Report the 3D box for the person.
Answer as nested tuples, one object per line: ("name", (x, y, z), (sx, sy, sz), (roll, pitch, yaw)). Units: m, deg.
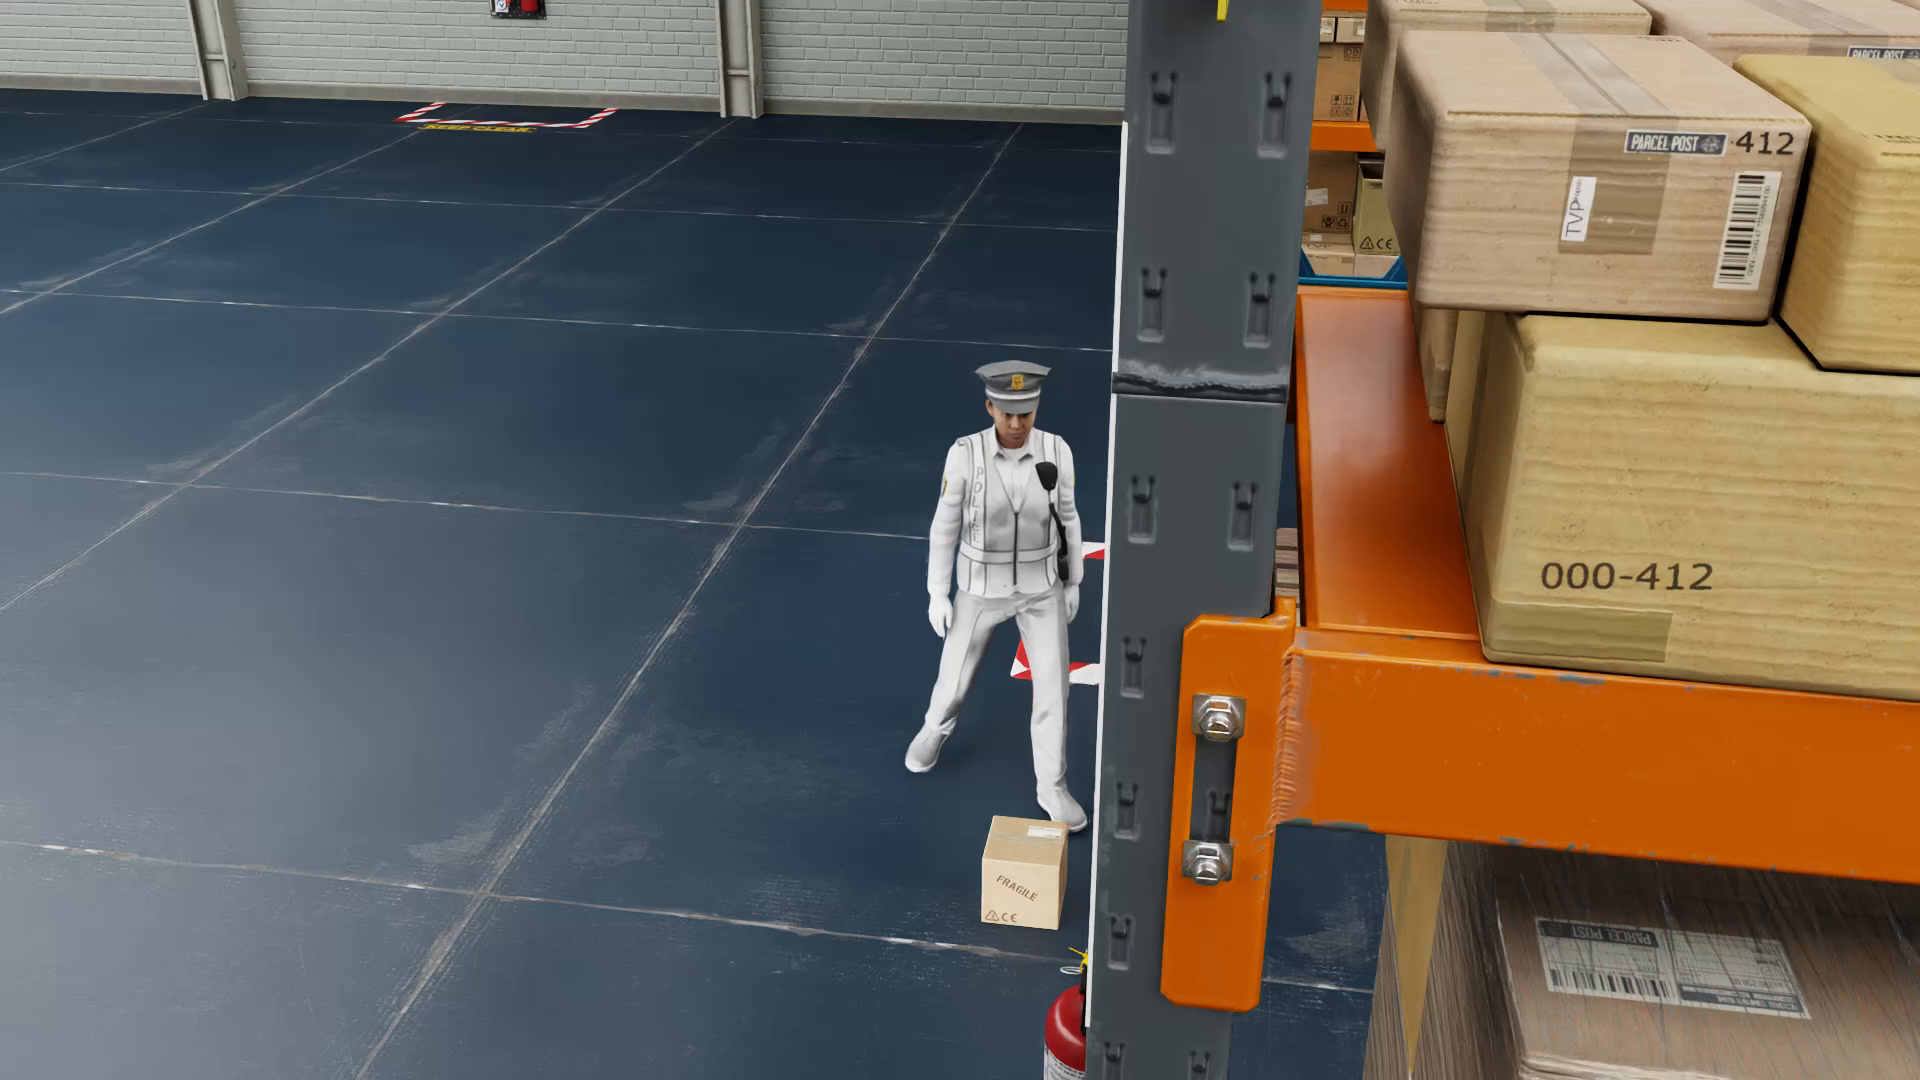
("person", (0.125, 0.163, 5.710), (0.622, 1.653, 0.679), (-3, 25, -7))
